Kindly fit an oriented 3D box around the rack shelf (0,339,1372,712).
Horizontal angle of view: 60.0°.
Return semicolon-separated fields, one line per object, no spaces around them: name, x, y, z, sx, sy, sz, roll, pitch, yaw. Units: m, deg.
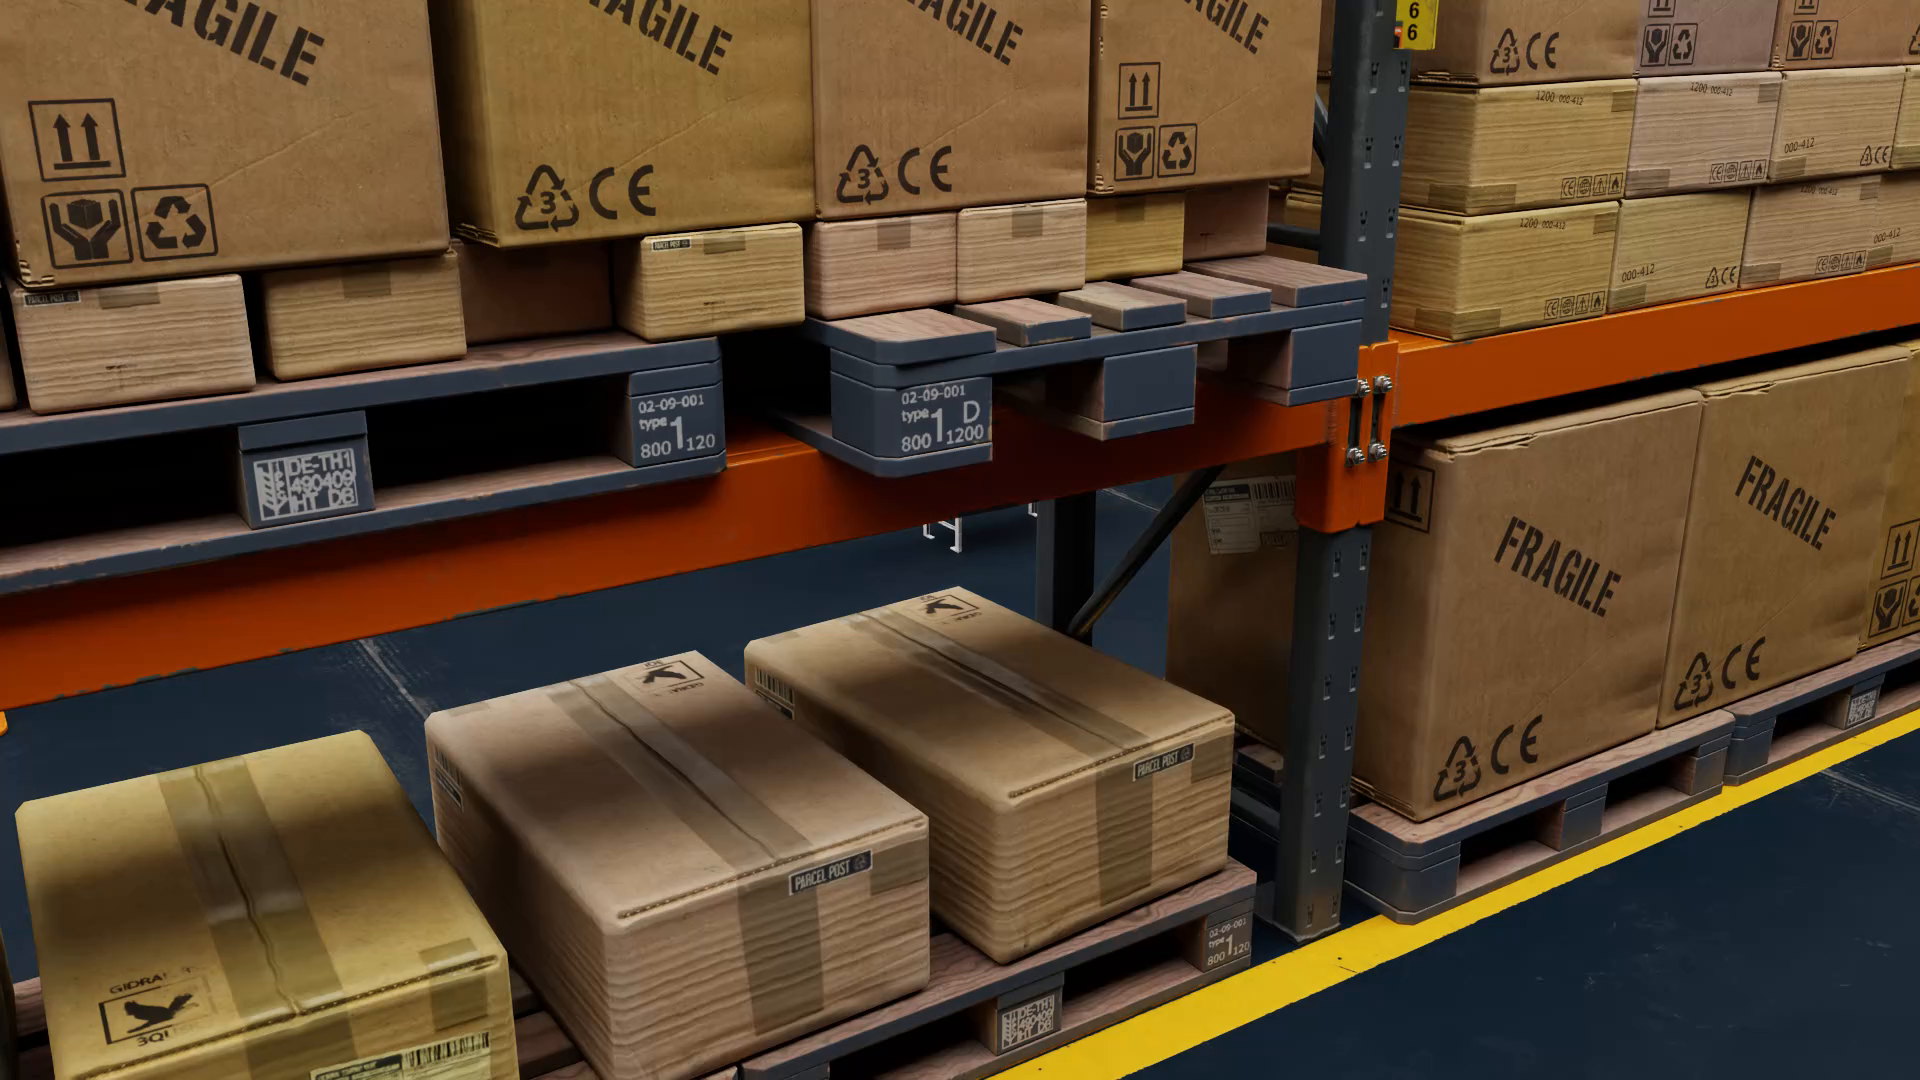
rack shelf;-1.154;0.014;2.643;4.000;0.370;1.077;-12;22;-31

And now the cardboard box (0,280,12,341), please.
cardboard box;-1.410;-0.414;2.521;0.250;0.149;0.380;-13;23;-33

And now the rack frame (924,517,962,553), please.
rack frame;-0.066;-0.555;6.012;0.015;1.200;0.240;-12;22;-31

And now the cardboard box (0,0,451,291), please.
cardboard box;-1.014;-0.633;2.156;0.500;0.500;0.500;-13;23;-34

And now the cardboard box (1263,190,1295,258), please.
cardboard box;0.796;-0.766;4.062;0.500;0.250;0.500;-13;23;-33

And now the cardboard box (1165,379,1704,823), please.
cardboard box;1.139;0.029;4.137;0.875;0.875;0.875;-12;22;-32

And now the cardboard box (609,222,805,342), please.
cardboard box;-0.435;-0.421;2.543;0.250;0.149;0.380;-11;22;-30

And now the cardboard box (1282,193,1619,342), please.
cardboard box;1.063;-0.627;3.649;0.500;0.250;0.500;-12;22;-32

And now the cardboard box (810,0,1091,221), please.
cardboard box;-0.136;-0.818;2.704;0.500;0.500;0.500;-12;22;-32

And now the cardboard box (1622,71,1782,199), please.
cardboard box;1.507;-0.959;3.850;0.500;0.250;0.500;-11;22;-30

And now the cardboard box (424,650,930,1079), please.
cardboard box;-0.573;0.596;3.246;0.625;0.372;0.950;-12;22;-32

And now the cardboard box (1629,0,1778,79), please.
cardboard box;1.471;-1.311;3.723;0.500;0.500;0.500;-12;22;-31

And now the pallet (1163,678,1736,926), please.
pallet;1.216;0.523;4.367;1.213;0.211;1.003;-12;22;-31

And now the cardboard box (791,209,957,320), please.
cardboard box;-0.213;-0.473;2.697;0.250;0.149;0.380;-13;23;-34

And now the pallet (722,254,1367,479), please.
pallet;-0.021;-0.434;3.145;1.003;0.211;1.213;-12;22;-31

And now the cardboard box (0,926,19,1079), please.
cardboard box;-1.789;0.851;2.492;0.625;0.372;0.950;-10;21;-28

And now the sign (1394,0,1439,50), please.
sign;0.822;-1.046;2.972;0.005;0.325;0.100;-12;22;-31

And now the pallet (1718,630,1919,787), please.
pallet;2.234;0.310;4.999;1.213;0.211;1.003;-12;22;-31

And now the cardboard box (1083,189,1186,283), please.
cardboard box;0.188;-0.572;2.989;0.250;0.149;0.380;-12;22;-31

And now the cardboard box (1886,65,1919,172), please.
cardboard box;2.361;-1.129;4.354;0.500;0.250;0.500;-11;22;-30

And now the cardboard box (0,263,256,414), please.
cardboard box;-1.085;-0.289;2.153;0.250;0.149;0.380;-11;22;-29

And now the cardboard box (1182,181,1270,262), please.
cardboard box;0.372;-0.638;3.185;0.250;0.149;0.380;-11;22;-29

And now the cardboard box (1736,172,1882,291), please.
cardboard box;1.924;-0.813;4.200;0.500;0.250;0.500;-11;22;-30

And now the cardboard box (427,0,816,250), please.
cardboard box;-0.557;-0.729;2.440;0.500;0.500;0.500;-14;23;-35

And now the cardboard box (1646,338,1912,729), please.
cardboard box;1.886;-0.127;4.598;0.875;0.875;0.875;-12;22;-31

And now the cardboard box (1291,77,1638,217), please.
cardboard box;1.075;-0.868;3.582;0.500;0.250;0.500;-12;22;-32

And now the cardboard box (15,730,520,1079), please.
cardboard box;-1.210;0.728;2.855;0.625;0.372;0.950;-11;22;-30

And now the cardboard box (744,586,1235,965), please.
cardboard box;0.039;0.464;3.637;0.625;0.372;0.950;-14;23;-35

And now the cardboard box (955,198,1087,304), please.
cardboard box;0.002;-0.515;2.822;0.250;0.149;0.380;-12;22;-32

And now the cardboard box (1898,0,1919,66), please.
cardboard box;2.335;-1.486;4.240;0.500;0.500;0.500;-12;22;-31

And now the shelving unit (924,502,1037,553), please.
shelving unit;0.138;-0.598;6.139;0.503;1.200;0.258;-12;22;-31

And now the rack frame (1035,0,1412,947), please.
rack frame;0.516;-0.679;3.569;0.127;3.000;1.000;-12;22;-31

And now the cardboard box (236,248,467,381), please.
cardboard box;-0.879;-0.344;2.316;0.250;0.149;0.380;-13;22;-33

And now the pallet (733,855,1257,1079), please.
pallet;-0.137;0.779;3.610;1.213;0.211;1.003;-12;22;-31

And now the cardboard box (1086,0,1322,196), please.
cardboard box;0.289;-0.912;2.982;0.500;0.500;0.500;-13;22;-33

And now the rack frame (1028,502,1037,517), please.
rack frame;0.342;-0.641;6.266;0.015;1.200;0.240;-12;22;-31

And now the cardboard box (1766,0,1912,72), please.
cardboard box;1.912;-1.398;3.980;0.500;0.500;0.500;-11;22;-30

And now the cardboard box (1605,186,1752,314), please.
cardboard box;1.482;-0.722;3.931;0.500;0.250;0.500;-13;22;-33

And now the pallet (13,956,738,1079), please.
pallet;-1.155;0.993;2.978;1.213;0.211;1.003;-12;22;-31

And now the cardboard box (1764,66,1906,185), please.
cardboard box;1.930;-1.043;4.100;0.500;0.250;0.500;-12;22;-32

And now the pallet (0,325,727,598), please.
pallet;-1.115;-0.228;2.536;1.213;0.211;1.003;-12;22;-31

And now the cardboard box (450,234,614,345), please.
cardboard box;-0.714;-0.410;2.511;0.250;0.149;0.380;-12;22;-31

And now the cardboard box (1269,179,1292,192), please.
cardboard box;0.781;-0.998;3.967;0.500;0.250;0.500;-12;22;-32

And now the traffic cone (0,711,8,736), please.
traffic cone;-2.867;0.316;4.588;0.334;0.463;0.336;-12;22;-31

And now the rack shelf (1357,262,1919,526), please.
rack shelf;2.186;-0.690;4.727;4.000;0.370;1.077;-12;22;-31

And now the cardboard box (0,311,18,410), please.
cardboard box;-1.336;-0.256;2.056;0.250;0.149;0.380;-12;22;-31

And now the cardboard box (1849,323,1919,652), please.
cardboard box;2.633;-0.284;5.063;0.875;0.875;0.875;-11;22;-30

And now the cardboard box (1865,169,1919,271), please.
cardboard box;2.334;-0.901;4.460;0.500;0.250;0.500;-12;22;-31

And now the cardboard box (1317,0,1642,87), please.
cardboard box;1.062;-1.221;3.457;0.500;0.500;0.500;-13;22;-33
